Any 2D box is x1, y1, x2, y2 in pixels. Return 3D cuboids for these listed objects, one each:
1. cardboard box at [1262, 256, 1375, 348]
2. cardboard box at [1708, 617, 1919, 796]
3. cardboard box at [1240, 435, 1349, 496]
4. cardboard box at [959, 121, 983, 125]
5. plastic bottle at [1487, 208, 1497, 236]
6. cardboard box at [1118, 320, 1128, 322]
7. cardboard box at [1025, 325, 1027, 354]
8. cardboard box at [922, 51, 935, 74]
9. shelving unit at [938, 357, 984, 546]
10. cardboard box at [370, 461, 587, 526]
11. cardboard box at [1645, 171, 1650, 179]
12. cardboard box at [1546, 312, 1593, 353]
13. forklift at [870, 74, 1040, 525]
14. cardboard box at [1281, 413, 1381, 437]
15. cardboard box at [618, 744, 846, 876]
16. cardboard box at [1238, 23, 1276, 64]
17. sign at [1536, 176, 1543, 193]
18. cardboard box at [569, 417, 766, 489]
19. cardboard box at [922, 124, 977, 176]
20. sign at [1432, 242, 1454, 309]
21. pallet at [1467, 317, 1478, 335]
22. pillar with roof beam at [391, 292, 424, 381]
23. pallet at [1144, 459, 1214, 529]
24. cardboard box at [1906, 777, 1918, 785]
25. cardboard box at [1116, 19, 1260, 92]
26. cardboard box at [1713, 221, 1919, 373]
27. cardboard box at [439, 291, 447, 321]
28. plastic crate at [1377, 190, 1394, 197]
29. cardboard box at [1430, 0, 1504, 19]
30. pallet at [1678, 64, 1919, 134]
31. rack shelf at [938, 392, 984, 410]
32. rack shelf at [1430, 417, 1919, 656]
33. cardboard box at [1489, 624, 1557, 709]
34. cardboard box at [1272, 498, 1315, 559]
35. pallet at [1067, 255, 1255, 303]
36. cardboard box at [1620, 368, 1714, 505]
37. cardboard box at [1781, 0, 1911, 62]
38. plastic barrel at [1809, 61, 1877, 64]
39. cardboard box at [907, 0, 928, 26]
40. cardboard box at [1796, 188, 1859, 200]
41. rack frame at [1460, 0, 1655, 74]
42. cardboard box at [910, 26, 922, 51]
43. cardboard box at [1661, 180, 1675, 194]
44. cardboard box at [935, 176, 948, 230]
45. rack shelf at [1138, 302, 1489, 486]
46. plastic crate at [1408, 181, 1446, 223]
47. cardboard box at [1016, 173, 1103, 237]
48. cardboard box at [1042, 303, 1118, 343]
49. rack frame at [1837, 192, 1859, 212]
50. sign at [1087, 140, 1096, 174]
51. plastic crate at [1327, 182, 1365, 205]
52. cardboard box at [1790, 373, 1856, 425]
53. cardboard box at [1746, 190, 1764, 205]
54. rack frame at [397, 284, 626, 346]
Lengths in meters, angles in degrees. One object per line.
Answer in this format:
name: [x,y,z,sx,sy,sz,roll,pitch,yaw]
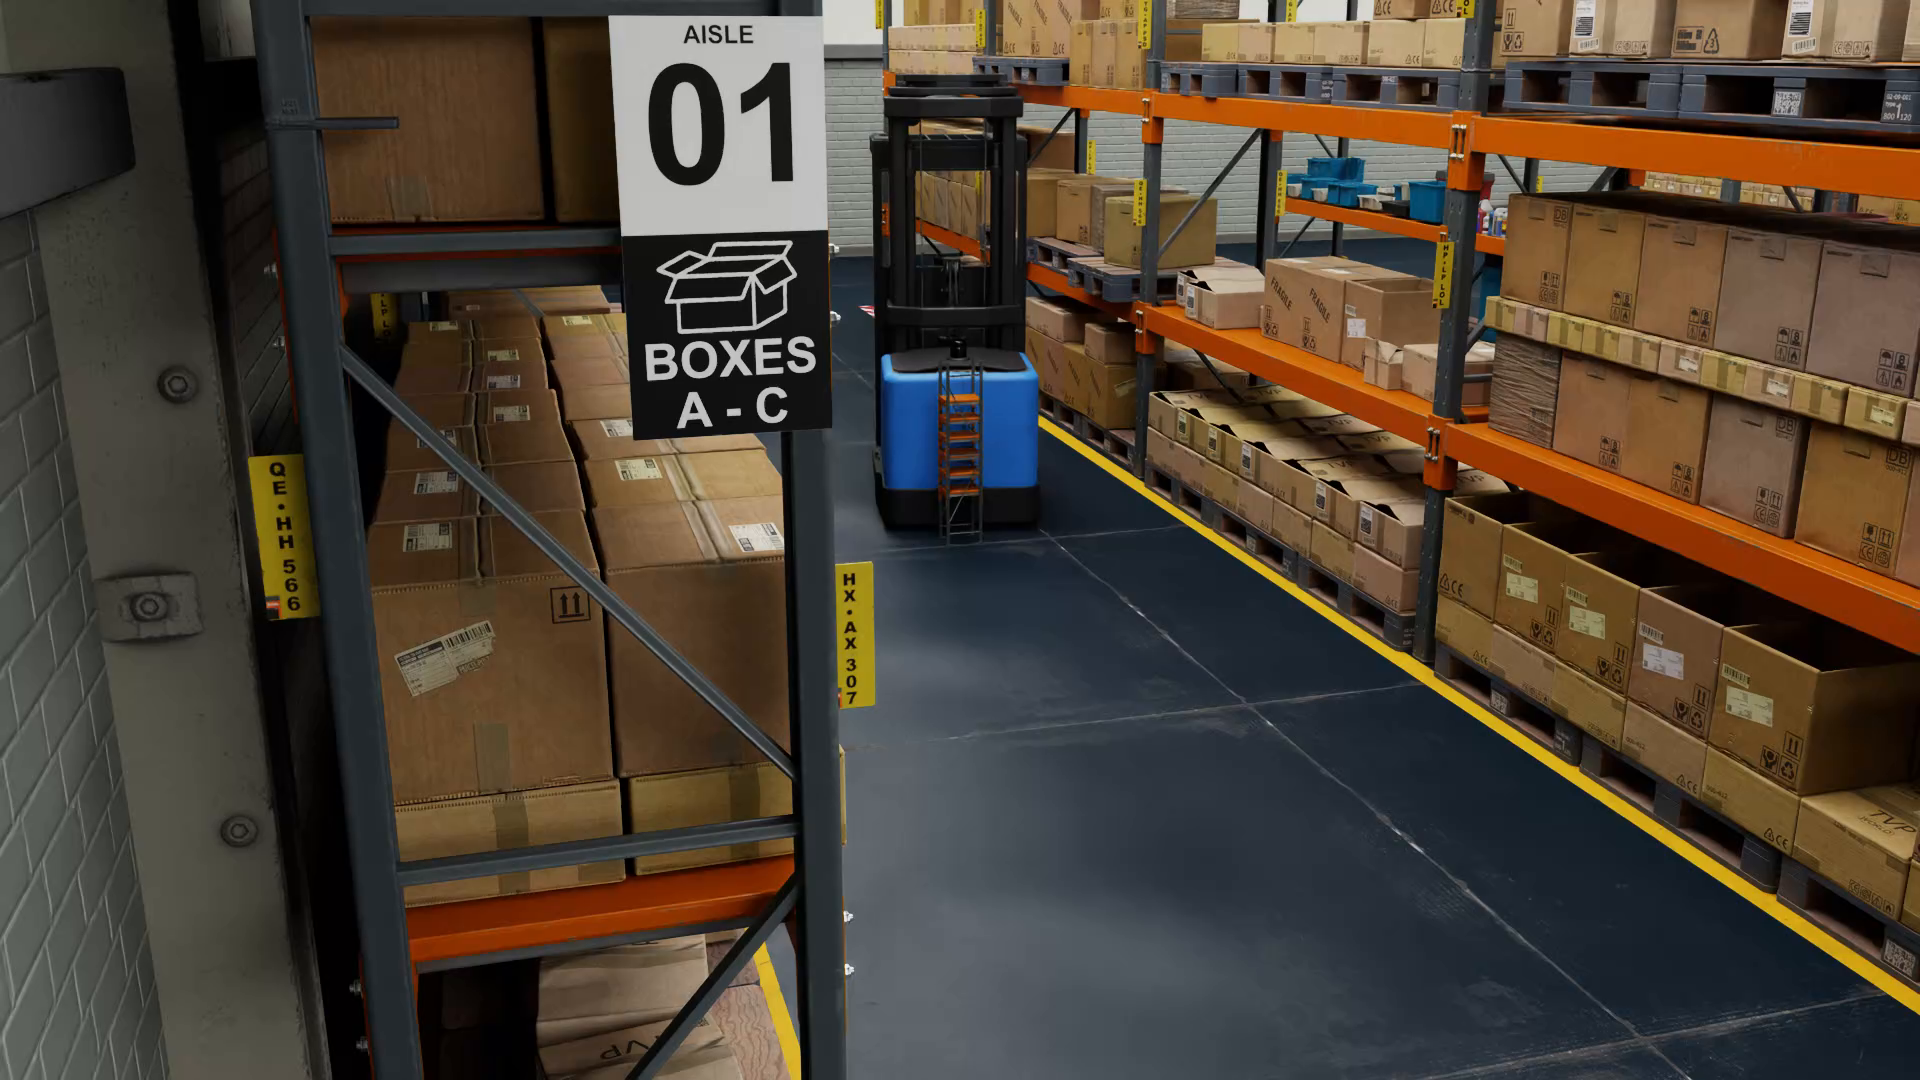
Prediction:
cardboard box: [2.286,-1.527,10.649,0.500,0.500,0.500,-6,18,-18]
cardboard box: [3.286,0.627,6.397,0.500,0.500,0.500,-5,17,-15]
cardboard box: [2.103,-0.499,10.474,0.500,0.311,0.500,-5,17,-16]
cardboard box: [0.284,-4.298,18.134,0.500,0.500,0.500,-4,17,-14]
plastic bottle: [5.277,-3.148,16.442,0.097,0.271,0.097,0,17,0]
cardboard box: [1.387,-1.672,14.885,0.500,0.500,0.500,-4,17,-15]
cardboard box: [0.766,-1.763,15.186,0.500,0.500,0.500,-4,17,-14]
cardboard box: [-0.085,-4.942,17.238,0.500,0.250,0.500,-5,17,-15]
shelving unit: [0.004,-0.571,10.766,0.258,1.200,0.189,-5,17,-15]
cardboard box: [-1.217,0.113,4.285,0.500,0.500,0.500,-4,17,-15]
cardboard box: [9.009,-4.854,21.640,0.500,0.250,0.500,-5,17,-17]
cardboard box: [2.938,-0.964,7.646,0.380,0.149,0.250,-5,17,-17]
forklift: [-0.090,-1.879,12.114,1.130,2.935,3.031,-1,17,-4]
cardboard box: [2.475,-0.687,11.099,0.500,0.311,0.500,-5,17,-16]
cardboard box: [-0.583,0.565,4.082,0.500,0.250,0.500,-5,17,-17]
cardboard box: [2.150,-3.244,10.853,0.500,0.250,0.500,-4,17,-14]
sign: [6.003,-3.615,17.291,0.100,0.325,0.005,-5,17,-15]
cardboard box: [-0.858,-0.070,4.895,0.500,0.500,0.500,-5,18,-17]
cardboard box: [-0.096,-4.115,17.526,0.500,0.500,0.500,-5,17,-16]
sign: [2.390,-1.307,8.214,0.100,0.325,0.005,-5,17,-15]
pallet: [5.235,-2.304,18.256,1.003,0.211,1.213,-5,17,-15]
pillar with roof beam: [-0.936,-5.995,15.267,9.100,9.000,0.400,-5,17,-15]
pallet: [1.998,-0.376,11.837,1.003,0.211,1.213,-5,17,-15]
cardboard box: [3.797,0.944,6.645,0.500,0.250,0.500,-5,17,-15]
cardboard box: [1.657,-3.545,12.151,0.910,0.500,0.500,-5,17,-15]
cardboard box: [3.451,-0.966,6.526,0.700,0.500,0.500,-5,17,-15]
cardboard box: [-2.318,-1.180,8.728,0.700,0.500,0.500,-2,17,-8]
plastic crate: [5.038,-4.000,19.409,0.298,0.136,0.250,-5,17,-15]
cardboard box: [2.777,-2.935,8.521,0.500,0.500,0.500,-4,17,-15]
pallet: [3.500,-1.659,6.202,1.003,0.211,1.213,-5,17,-15]
rack shelf: [0.004,-0.873,10.675,0.258,0.103,0.180,-5,17,-15]
rack shelf: [3.459,0.062,6.782,1.077,0.370,4.000,-5,17,-15]
cardboard box: [2.877,0.571,7.887,0.500,0.250,0.500,-5,17,-15]
cardboard box: [2.238,-0.093,10.099,0.500,0.250,0.500,-4,17,-14]
pallet: [1.556,-2.032,12.837,1.213,0.211,1.003,-5,17,-15]
cardboard box: [3.322,-0.477,7.152,0.700,0.500,0.500,-4,17,-14]
cardboard box: [3.285,-1.843,5.841,0.500,0.311,0.500,-3,17,-9]
plastic barrel: [6.590,-3.765,12.187,0.600,0.901,0.600,0,17,0]
cardboard box: [-0.176,-5.833,18.030,0.700,0.500,0.500,-5,17,-15]
cardboard box: [9.863,-4.003,18.808,0.500,0.250,0.500,-5,17,-16]
rack frame: [2.909,-3.709,7.658,1.000,3.000,0.127,-5,17,-15]
cardboard box: [-0.224,-5.320,17.626,0.500,0.250,0.500,-5,17,-15]
cardboard box: [9.133,-4.479,21.086,0.380,0.149,0.250,-5,17,-16]
cardboard box: [0.040,-3.499,17.213,0.500,0.500,0.500,-4,17,-14]
rack shelf: [2.359,-1.045,10.466,1.077,0.370,4.000,-5,17,-15]
plastic crate: [5.018,-3.563,17.522,0.392,0.384,0.575,-5,17,-15]
cardboard box: [0.875,-2.964,14.701,0.700,0.500,0.500,-2,17,-6]
cardboard box: [1.022,-1.853,14.184,0.500,0.250,0.500,-5,17,-16]
rack frame: [10.236,-3.831,18.491,1.000,3.000,0.127,-5,17,-15]
sign: [1.243,-3.648,15.870,0.100,0.325,0.005,-5,17,-15]
plastic crate: [4.488,-4.036,19.360,0.416,0.233,0.300,-5,17,-15]
cardboard box: [3.363,-0.537,6.223,0.380,0.149,0.250,-4,17,-14]
cardboard box: [9.554,-4.054,19.670,0.380,0.149,0.250,-4,17,-14]
rack frame: [-1.853,-0.443,7.213,1.000,3.000,0.127,-5,17,-15]
